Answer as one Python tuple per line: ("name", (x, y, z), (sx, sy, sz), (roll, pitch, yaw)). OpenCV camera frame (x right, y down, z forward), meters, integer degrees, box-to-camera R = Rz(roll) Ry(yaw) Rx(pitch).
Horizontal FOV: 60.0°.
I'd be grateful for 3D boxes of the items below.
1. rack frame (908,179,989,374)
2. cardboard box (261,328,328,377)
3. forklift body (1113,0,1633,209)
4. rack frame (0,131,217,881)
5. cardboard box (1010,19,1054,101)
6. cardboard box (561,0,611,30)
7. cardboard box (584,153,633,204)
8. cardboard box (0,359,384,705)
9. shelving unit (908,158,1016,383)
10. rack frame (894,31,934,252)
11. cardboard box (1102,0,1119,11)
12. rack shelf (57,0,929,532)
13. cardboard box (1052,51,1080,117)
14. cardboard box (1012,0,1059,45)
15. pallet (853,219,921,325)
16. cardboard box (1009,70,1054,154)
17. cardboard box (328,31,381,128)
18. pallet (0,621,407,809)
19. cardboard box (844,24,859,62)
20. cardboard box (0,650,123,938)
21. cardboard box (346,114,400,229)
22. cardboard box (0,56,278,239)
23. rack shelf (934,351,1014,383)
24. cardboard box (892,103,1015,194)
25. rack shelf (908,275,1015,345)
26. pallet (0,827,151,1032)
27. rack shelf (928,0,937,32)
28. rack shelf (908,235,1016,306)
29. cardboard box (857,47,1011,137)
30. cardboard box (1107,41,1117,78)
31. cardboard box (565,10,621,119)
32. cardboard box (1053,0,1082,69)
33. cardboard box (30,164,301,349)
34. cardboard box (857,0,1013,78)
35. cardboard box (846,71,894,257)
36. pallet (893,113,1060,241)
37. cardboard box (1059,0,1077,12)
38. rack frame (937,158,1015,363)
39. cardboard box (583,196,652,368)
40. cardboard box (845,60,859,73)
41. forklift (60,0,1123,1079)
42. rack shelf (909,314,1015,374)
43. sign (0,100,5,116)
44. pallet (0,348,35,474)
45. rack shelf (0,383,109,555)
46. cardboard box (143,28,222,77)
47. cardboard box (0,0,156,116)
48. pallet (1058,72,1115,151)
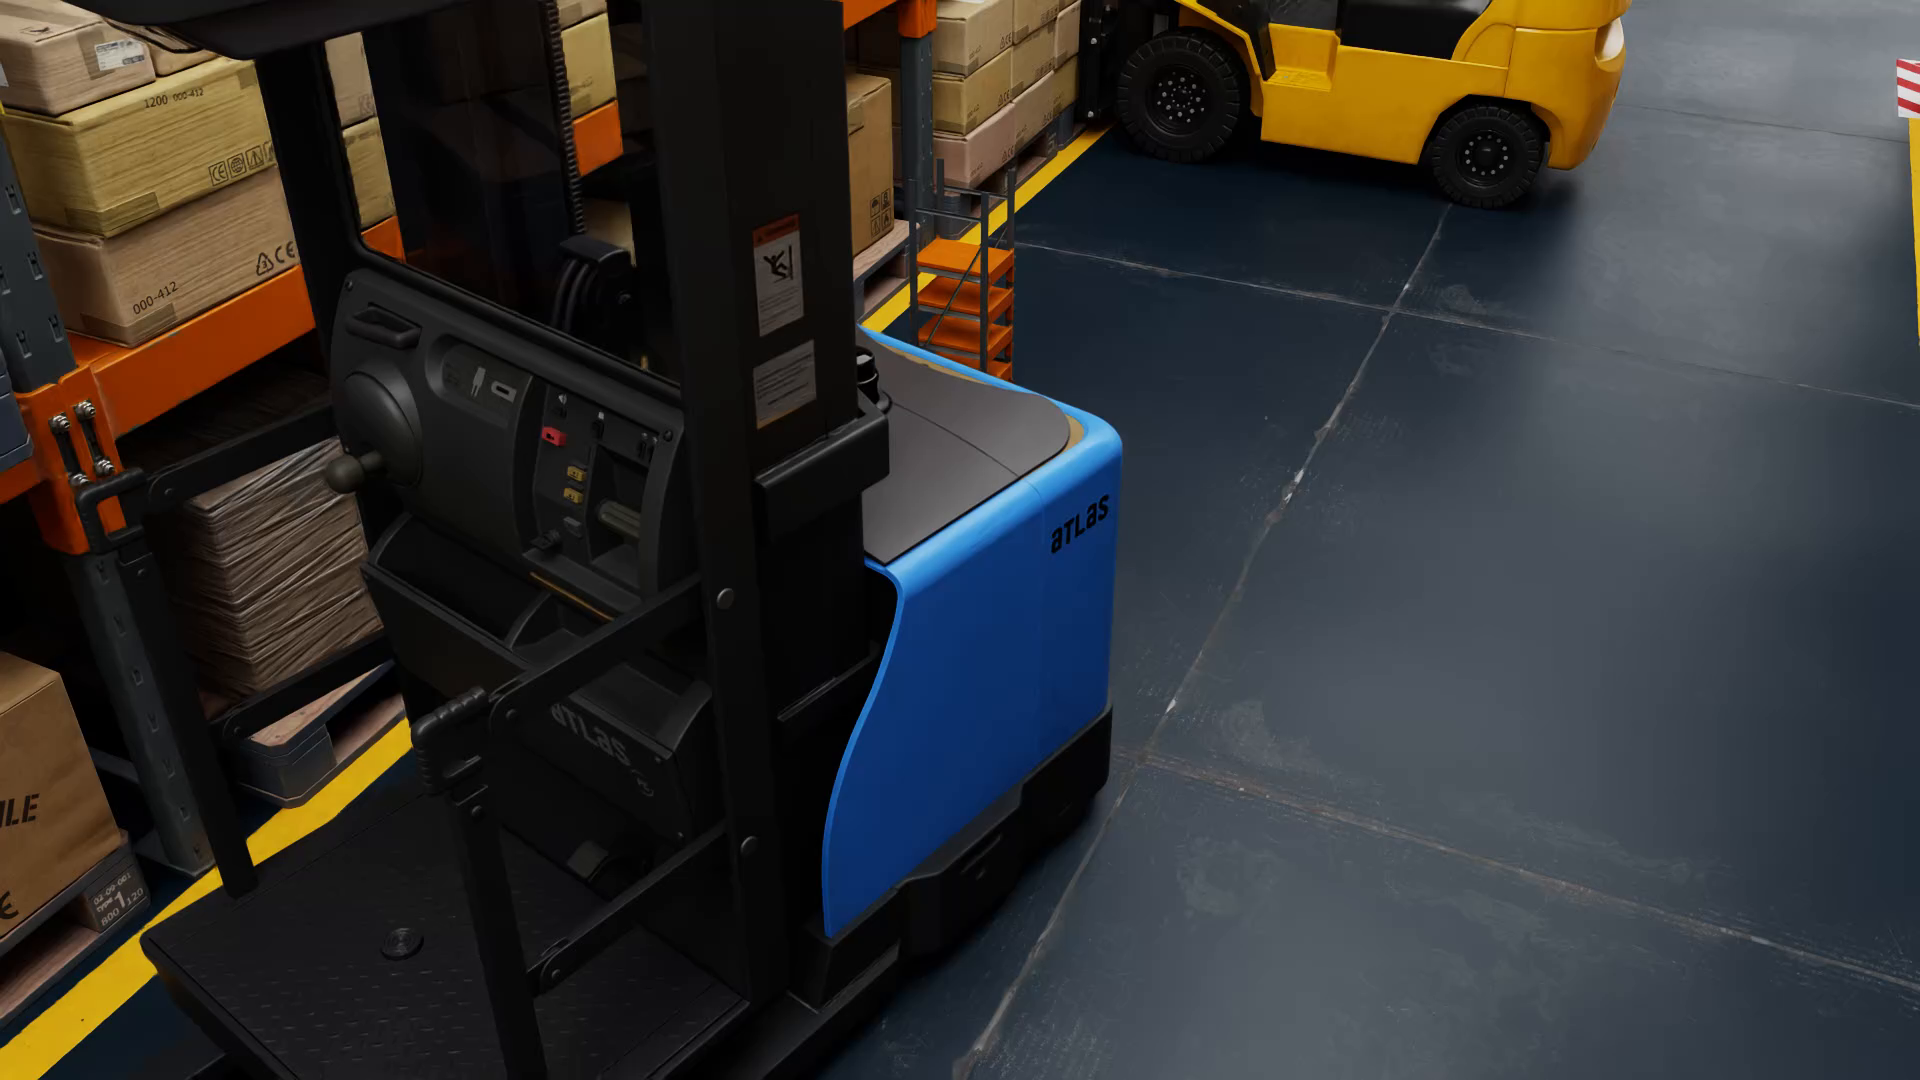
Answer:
("rack frame", (-0.032, -0.463, 4.862), (0.240, 1.200, 0.006), (14, 36, 20))
("cardboard box", (-1.723, -0.398, 4.903), (0.875, 0.625, 0.625), (15, 36, 22))
("forklift body", (1.948, -2.847, 7.630), (2.313, 2.155, 1.214), (14, 36, 20))
("rack frame", (-2.262, -0.580, 3.399), (1.000, 3.000, 0.127), (14, 36, 20))
("cardboard box", (0.103, -2.229, 7.582), (0.500, 0.250, 0.500), (14, 36, 20))
("cardboard box", (-1.218, -1.657, 4.723), (0.500, 0.250, 0.500), (15, 36, 21))
("cardboard box", (-1.129, -1.108, 5.987), (0.875, 0.625, 0.625), (14, 36, 20))
("cardboard box", (-1.989, -0.070, 4.404), (0.875, 0.625, 0.625), (15, 36, 22))
("shelving unit", (0.006, -0.509, 4.932), (0.258, 1.200, 0.189), (14, 36, 20))
("rack frame", (-0.589, -2.572, 6.438), (1.000, 3.000, 0.127), (14, 36, 20))
("cardboard box", (0.536, -2.728, 8.343), (0.500, 0.250, 0.500), (14, 36, 20))
("rack shelf", (-1.426, -1.276, 5.116), (1.077, 0.370, 4.000), (14, 36, 20))
("cardboard box", (0.314, -2.279, 8.115), (0.500, 0.250, 0.500), (15, 36, 21))
("cardboard box", (0.122, -2.438, 7.445), (0.500, 0.250, 0.500), (14, 36, 21))
("pallet", (-0.862, -1.030, 6.629), (1.003, 0.211, 1.213), (14, 36, 20))
("cardboard box", (0.113, -2.020, 7.719), (0.500, 0.250, 0.500), (13, 36, 19))
("cardboard box", (-1.644, -1.141, 3.935), (0.500, 0.250, 0.500), (15, 36, 22))
("pallet", (-1.882, 0.185, 4.776), (1.003, 0.211, 1.213), (14, 36, 20))
("cardboard box", (-0.559, -2.306, 7.244), (0.500, 0.250, 0.500), (15, 36, 21))
("cardboard box", (-2.244, 0.549, 3.573), (0.500, 0.500, 0.500), (15, 36, 22))
("cardboard box", (-1.640, -0.932, 4.072), (0.500, 0.250, 0.500), (13, 36, 19))
("cardboard box", (-1.832, -0.886, 3.546), (0.500, 0.250, 0.500), (14, 36, 20))
("rack shelf", (0.006, -0.472, 4.956), (0.258, 0.103, 0.180), (14, 36, 20))
("cardboard box", (-0.086, -1.763, 7.328), (0.500, 0.250, 0.500), (15, 36, 21))
("rack shelf", (0.006, -0.673, 4.825), (0.258, 0.103, 0.180), (14, 36, 20))
("pallet", (-2.609, 0.949, 3.610), (1.003, 0.211, 1.213), (14, 36, 20))
("rack shelf", (0.248, -3.268, 8.154), (1.077, 0.370, 4.000), (14, 36, 20))
("rack shelf", (0.006, -0.773, 4.759), (0.258, 0.103, 0.180), (14, 36, 20))
("cardboard box", (-0.106, -1.977, 7.199), (0.500, 0.250, 0.500), (14, 36, 20))
("cardboard box", (0.544, -2.527, 8.494), (0.500, 0.250, 0.500), (15, 36, 22))
("cardboard box", (-1.212, -1.448, 4.859), (0.500, 0.250, 0.500), (15, 36, 22))
("cardboard box", (0.324, -2.476, 7.960), (0.500, 0.250, 0.500), (14, 36, 20))
("cardboard box", (-1.855, -0.682, 3.692), (0.500, 0.250, 0.500), (14, 36, 21))
("cardboard box", (-0.101, -2.185, 7.060), (0.500, 0.250, 0.500), (14, 36, 20))
("cardboard box", (-0.797, -1.493, 6.573), (0.875, 0.625, 0.625), (16, 36, 23))
("pallet", (-0.218, -1.793, 7.792), (1.003, 0.211, 1.213), (14, 36, 20))
("cardboard box", (0.319, -2.688, 7.827), (0.500, 0.250, 0.500), (15, 36, 22))
("rack frame", (0.044, -0.555, 5.001), (0.240, 1.200, 0.006), (14, 36, 20))
("cardboard box", (-1.441, -0.733, 5.415), (0.875, 0.625, 0.625), (13, 35, 19))
("cardboard box", (-0.571, -2.097, 7.381), (0.500, 0.250, 0.500), (13, 36, 19))
("forklift", (-0.950, -0.131, 2.777), (1.130, 2.935, 3.031), (24, 40, 32))
("rack shelf", (0.006, -0.572, 4.891), (0.258, 0.103, 0.180), (14, 36, 20))
("sign", (-1.765, -0.912, 2.921), (0.100, 0.325, 0.005), (14, 36, 20))
("pallet", (-2.482, -0.146, 2.913), (1.213, 0.211, 1.003), (14, 36, 20))
("rack shelf", (-3.099, 0.717, 2.078), (1.077, 0.370, 4.000), (14, 36, 20))
("cardboard box", (-1.751, -1.118, 3.536), (0.380, 0.149, 0.250), (15, 36, 22))
("cardboard box", (-1.861, -0.985, 3.333), (0.380, 0.149, 0.250), (15, 36, 22))
("pallet", (0.291, -2.403, 8.722), (1.003, 0.211, 1.213), (14, 36, 20))
